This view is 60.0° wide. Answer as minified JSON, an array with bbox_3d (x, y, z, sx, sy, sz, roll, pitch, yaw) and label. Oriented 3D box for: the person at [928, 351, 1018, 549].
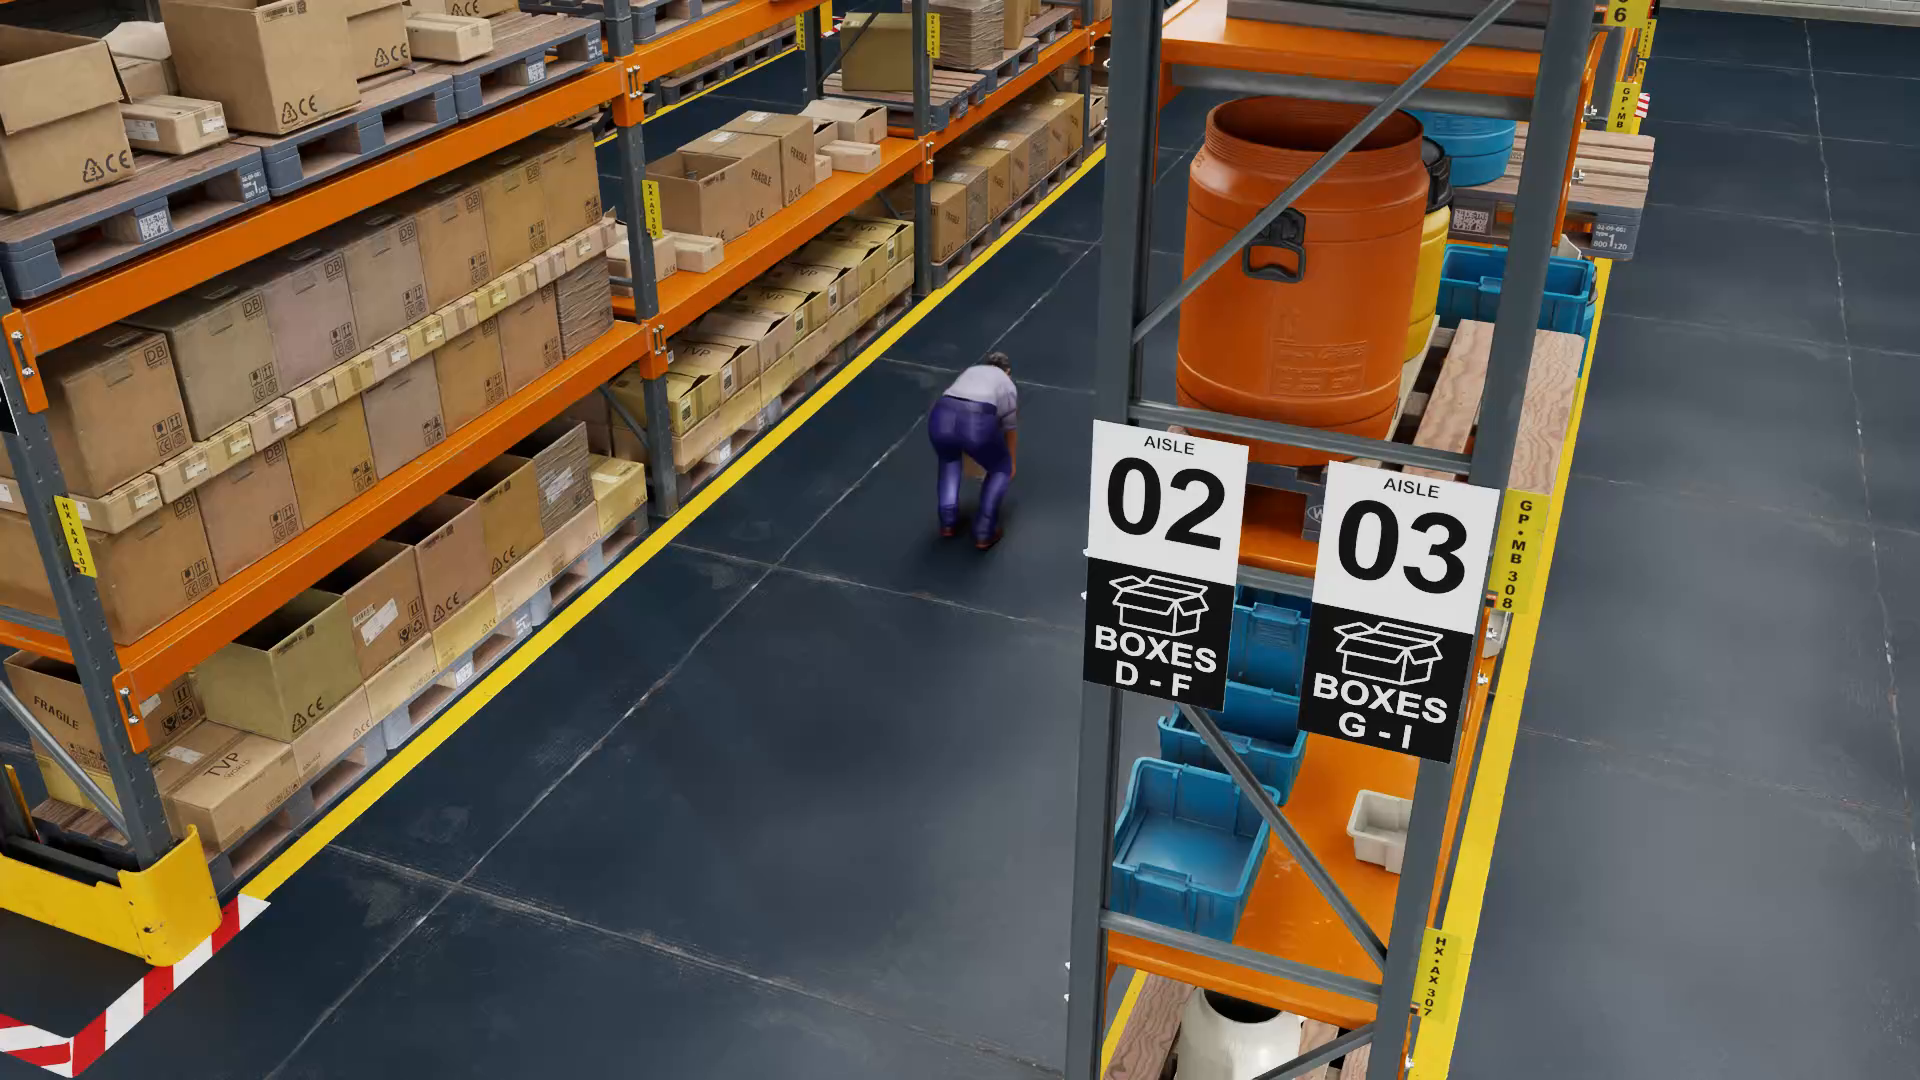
[{"bbox_3d":[0.120,-0.547,10.012,0.471,1.005,0.910,10,31,17],"label":"person"}]
